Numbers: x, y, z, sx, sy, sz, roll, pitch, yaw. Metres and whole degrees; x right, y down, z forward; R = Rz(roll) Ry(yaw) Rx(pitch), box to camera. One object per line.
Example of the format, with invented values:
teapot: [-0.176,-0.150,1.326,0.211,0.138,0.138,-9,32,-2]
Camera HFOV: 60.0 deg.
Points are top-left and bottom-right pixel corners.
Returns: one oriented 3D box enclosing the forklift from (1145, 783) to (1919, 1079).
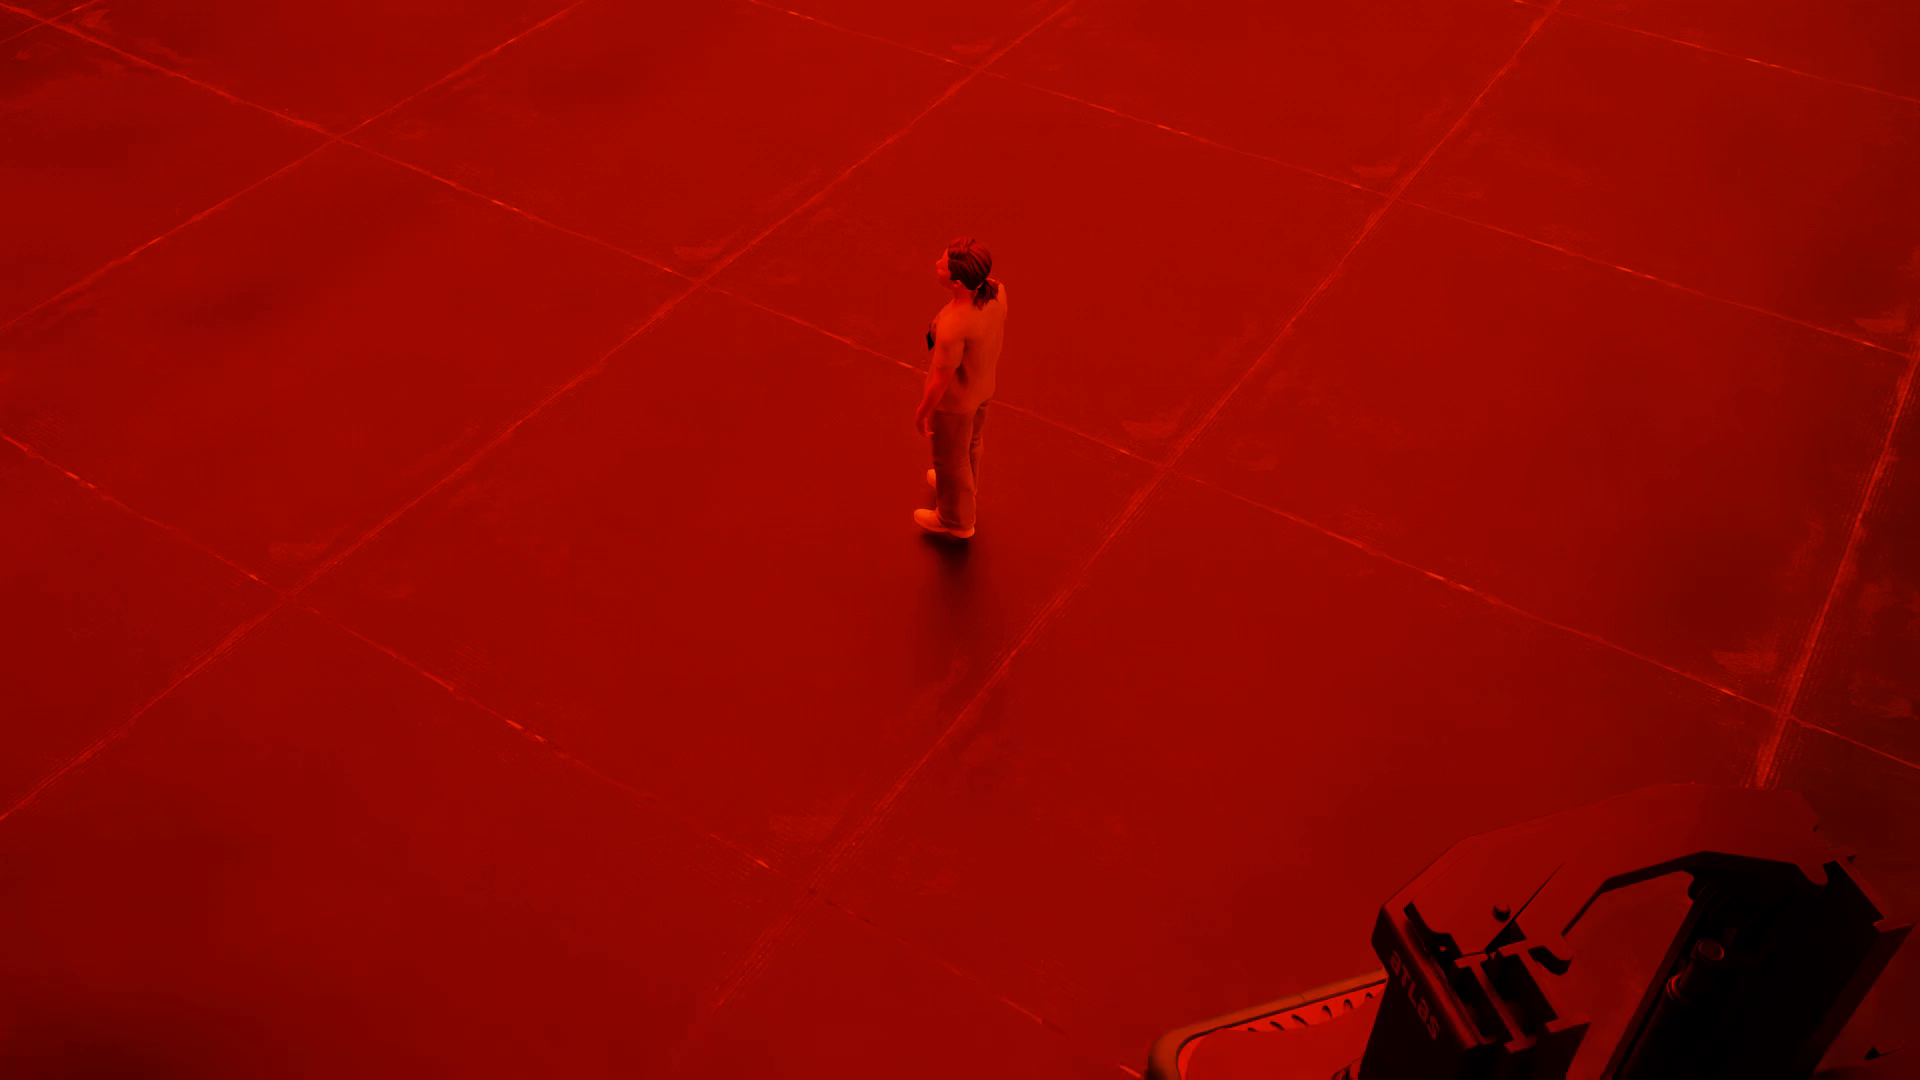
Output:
forklift: [1.463,2.046,3.691,1.130,2.935,3.031,-12,45,-13]

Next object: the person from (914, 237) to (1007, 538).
person: [-0.055,-0.677,7.406,0.549,1.675,0.550,24,48,23]
